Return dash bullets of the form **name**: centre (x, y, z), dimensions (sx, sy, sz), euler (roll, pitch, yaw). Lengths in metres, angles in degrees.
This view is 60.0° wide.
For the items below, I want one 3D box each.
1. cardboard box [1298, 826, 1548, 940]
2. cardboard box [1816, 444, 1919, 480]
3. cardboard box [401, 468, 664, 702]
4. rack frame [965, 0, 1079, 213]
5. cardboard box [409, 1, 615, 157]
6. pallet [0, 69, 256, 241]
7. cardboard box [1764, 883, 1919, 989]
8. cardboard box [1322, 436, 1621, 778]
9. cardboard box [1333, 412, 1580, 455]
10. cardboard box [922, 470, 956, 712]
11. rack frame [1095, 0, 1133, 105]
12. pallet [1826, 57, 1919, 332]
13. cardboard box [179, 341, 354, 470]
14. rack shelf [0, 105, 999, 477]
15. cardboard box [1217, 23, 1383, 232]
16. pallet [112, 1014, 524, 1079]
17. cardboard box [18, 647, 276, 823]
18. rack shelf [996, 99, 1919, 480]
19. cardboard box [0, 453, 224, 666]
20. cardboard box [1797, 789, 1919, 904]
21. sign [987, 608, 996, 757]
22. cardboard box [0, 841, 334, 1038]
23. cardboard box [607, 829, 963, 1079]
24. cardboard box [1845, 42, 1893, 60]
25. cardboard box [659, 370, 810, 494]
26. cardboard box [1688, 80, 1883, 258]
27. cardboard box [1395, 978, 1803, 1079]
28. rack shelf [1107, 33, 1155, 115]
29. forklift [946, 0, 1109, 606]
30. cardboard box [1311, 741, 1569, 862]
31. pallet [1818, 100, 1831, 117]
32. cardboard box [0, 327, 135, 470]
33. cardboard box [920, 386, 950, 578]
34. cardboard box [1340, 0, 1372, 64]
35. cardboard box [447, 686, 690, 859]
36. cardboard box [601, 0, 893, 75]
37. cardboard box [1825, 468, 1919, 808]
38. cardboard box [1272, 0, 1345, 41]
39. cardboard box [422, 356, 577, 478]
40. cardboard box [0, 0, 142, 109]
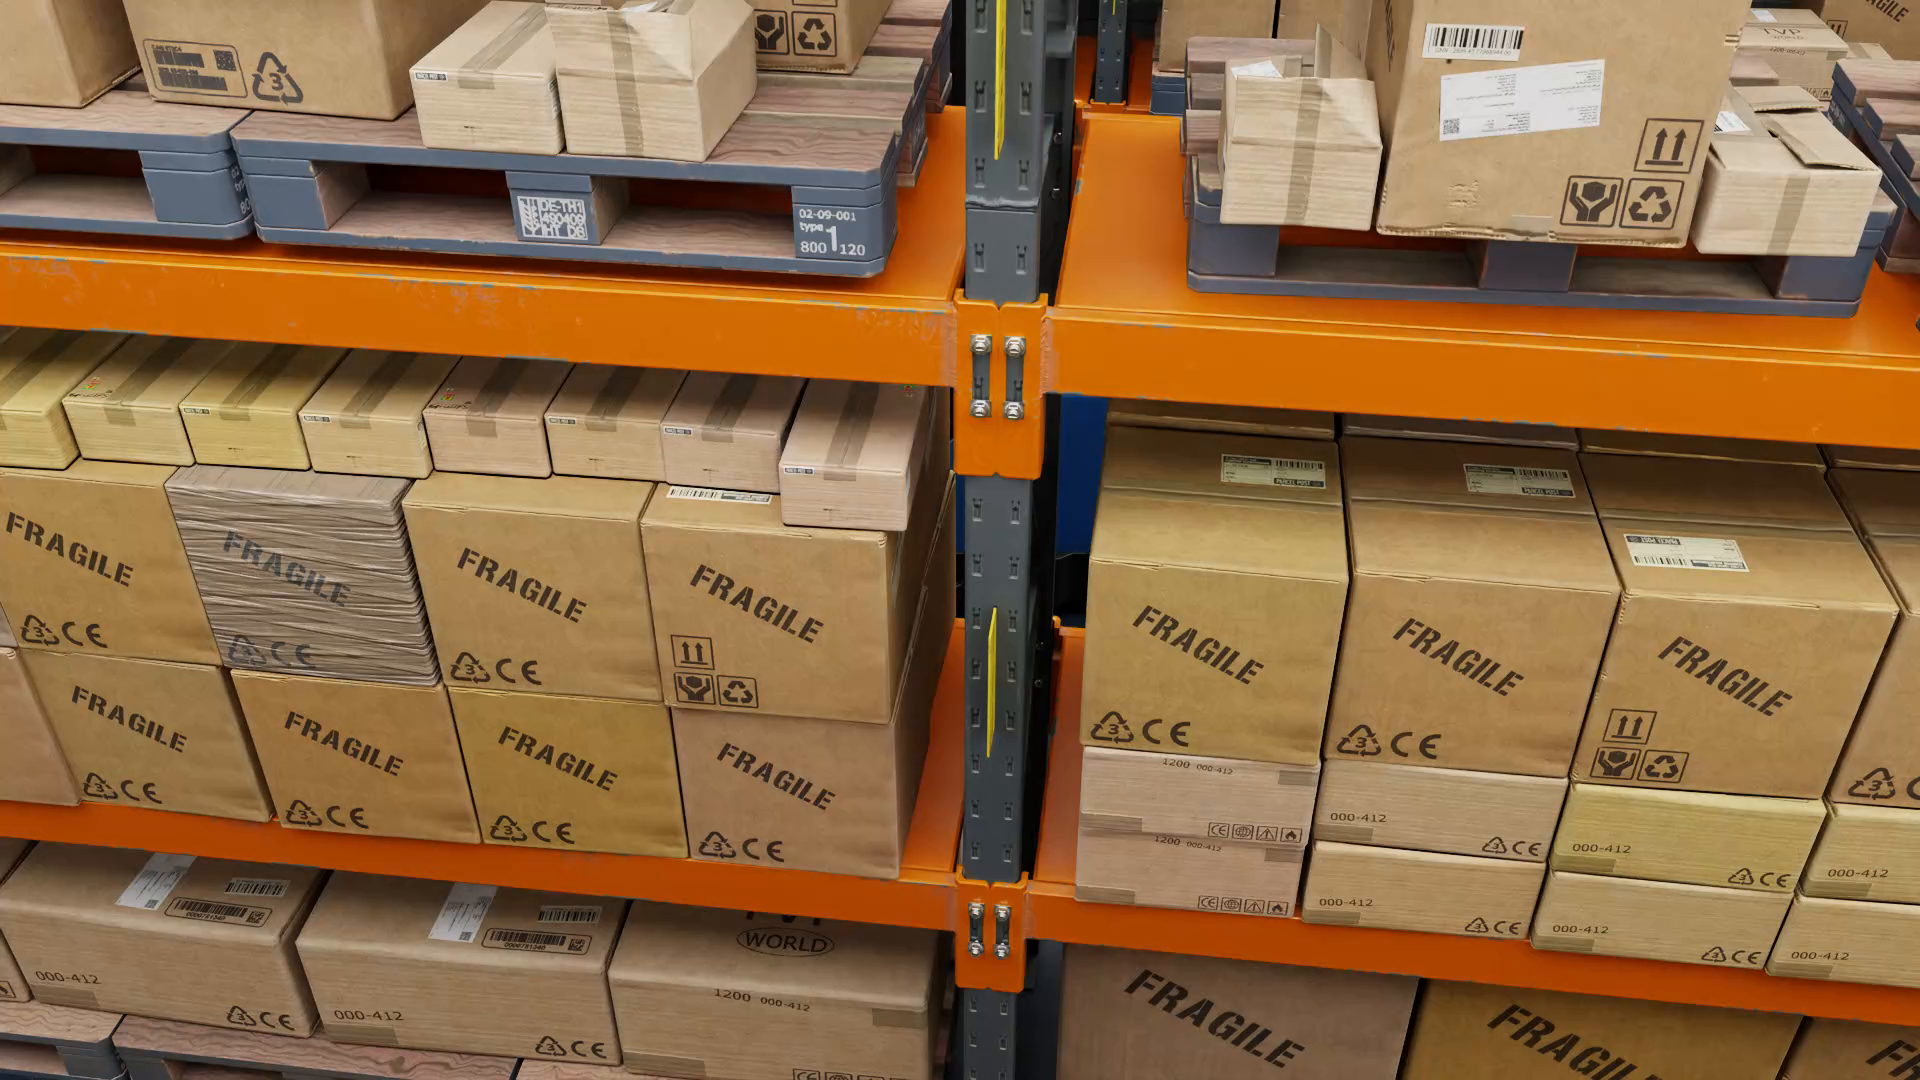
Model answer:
- **cardboard box**: centre (1.051, 0.645, 3.893), dimensions (0.500, 0.250, 0.500), euler (3, 36, 5)
- **cardboard box**: centre (2.140, -0.085, 3.840), dimensions (0.500, 0.500, 0.500), euler (5, 36, 7)
- **cardboard box**: centre (-0.871, -0.004, 3.727), dimensions (0.500, 0.500, 0.500), euler (4, 36, 5)
- **rack frame**: centre (0.135, -2.080, 2.418), dimensions (0.127, 3.000, 1.000), euler (4, 36, 6)
- **cardboard box**: centre (-0.802, -0.851, 3.047), dimensions (0.250, 0.149, 0.380), euler (5, 36, 7)
- **pallet**: centre (-1.882, -0.981, 3.537), dimensions (1.213, 0.211, 1.003), euler (4, 36, 6)
- **cardboard box**: centre (2.052, 0.734, 3.768), dimensions (0.500, 0.250, 0.500), euler (4, 36, 5)
- **cardboard box**: centre (1.043, 0.134, 3.533), dimensions (0.500, 0.500, 0.500), euler (4, 36, 6)
- **cardboard box**: centre (1.124, -0.164, 3.950), dimensions (0.500, 0.500, 0.500), euler (5, 36, 7)
- **cardboard box**: centre (-0.297, 0.135, 4.392), dimensions (0.500, 0.500, 0.500), euler (5, 36, 7)
- **rack frame**: centre (0.763, -2.499, 8.169), dimensions (0.127, 3.000, 1.000), euler (4, 36, 6)
- **pallet**: centre (2.347, -0.584, 3.067), dimensions (1.213, 0.211, 1.003), euler (6, 36, 8)
- **cardboard box**: centre (-1.471, -0.320, 3.612), dimensions (0.250, 0.149, 0.380), euler (4, 36, 5)
- **rack shelf**: centre (-1.849, -0.714, 3.706), dimensions (4.000, 0.370, 1.077), euler (4, 36, 6)
- **cardboard box**: centre (0.586, -0.737, 2.872), dimensions (0.258, 0.266, 0.396), euler (4, 36, 6)
- **pallet**: centre (-1.823, 1.307, 5.238), dimensions (1.213, 0.211, 1.003), euler (4, 36, 6)
- **cardboard box**: centre (-1.887, 0.323, 4.129), dimensions (0.500, 0.500, 0.500), euler (5, 36, 8)
- **rack shelf**: centre (2.118, -0.418, 3.291), dimensions (4.000, 0.370, 1.077), euler (4, 36, 6)
- **cardboard box**: centre (-1.873, -0.078, 3.831), dimensions (0.500, 0.500, 0.500), euler (4, 36, 6)
- **cardboard box**: centre (2.055, 0.526, 3.630), dimensions (0.500, 0.250, 0.500), euler (3, 36, 5)
- **sign**: centre (0.066, 0.297, 3.438), dimensions (0.005, 0.325, 0.100), euler (4, 36, 6)
- **cardboard box**: centre (-2.257, 0.992, 5.122), dimensions (0.875, 0.438, 0.875), euler (5, 36, 7)
- **cardboard box**: centre (-0.474, 1.125, 4.935), dimensions (0.875, 0.438, 0.875), euler (4, 36, 5)
- **cardboard box**: centre (4.030, -2.099, 7.463), dimensions (0.250, 0.149, 0.380), euler (5, 36, 7)
- **cardboard box**: centre (-0.459, -0.271, 3.543), dimensions (0.250, 0.149, 0.380), euler (5, 36, 7)
- **cardboard box**: centre (1.345, -0.640, 2.822), dimensions (0.250, 0.166, 0.380), euler (2, 36, 3)
- **cardboard box**: centre (1.657, 1.118, 4.569), dimensions (0.875, 0.875, 0.875), euler (5, 36, 7)
- **rack shelf**: centre (2.747, -2.058, 8.170), dimensions (4.000, 0.370, 1.077), euler (4, 36, 6)
- **forklift**: centre (-0.625, -1.196, 6.403), dimensions (3.031, 2.935, 1.130), euler (0, 36, 0)
- **cardboard box**: centre (1.056, 0.437, 3.755), dimensions (0.500, 0.250, 0.500), euler (5, 36, 7)
- **pallet**: centre (4.049, -2.134, 7.823), dimensions (1.003, 0.211, 1.213), euler (4, 36, 6)
- **cardboard box**: centre (-1.983, -0.321, 3.613), dimensions (0.250, 0.149, 0.380), euler (3, 36, 5)
- **cardboard box**: centre (-0.307, -0.261, 4.086), dimensions (0.500, 0.500, 0.500), euler (4, 36, 6)
- **cardboard box**: centre (1.036, -1.050, 3.272), dimensions (0.500, 0.311, 0.500), euler (4, 36, 6)
- **cardboard box**: centre (-0.869, 0.399, 4.023), dimensions (0.500, 0.500, 0.500), euler (3, 36, 5)
- **cardboard box**: centre (-0.422, -1.276, 3.340), dimensions (0.500, 0.500, 0.500), euler (5, 36, 7)
- **cardboard box**: centre (2.053, 0.207, 3.431), dimensions (0.500, 0.500, 0.500), euler (4, 36, 5)
- **cardboard box**: centre (1.728, -2.507, 7.733), dimensions (0.500, 0.500, 0.700), euler (5, 36, 6)
- **cardboard box**: centre (-0.958, -0.304, 3.589), dimensions (0.250, 0.149, 0.380), euler (4, 36, 6)
- **cardboard box**: centre (-1.852, -1.172, 3.194), dimensions (0.500, 0.500, 0.500), euler (5, 36, 7)
